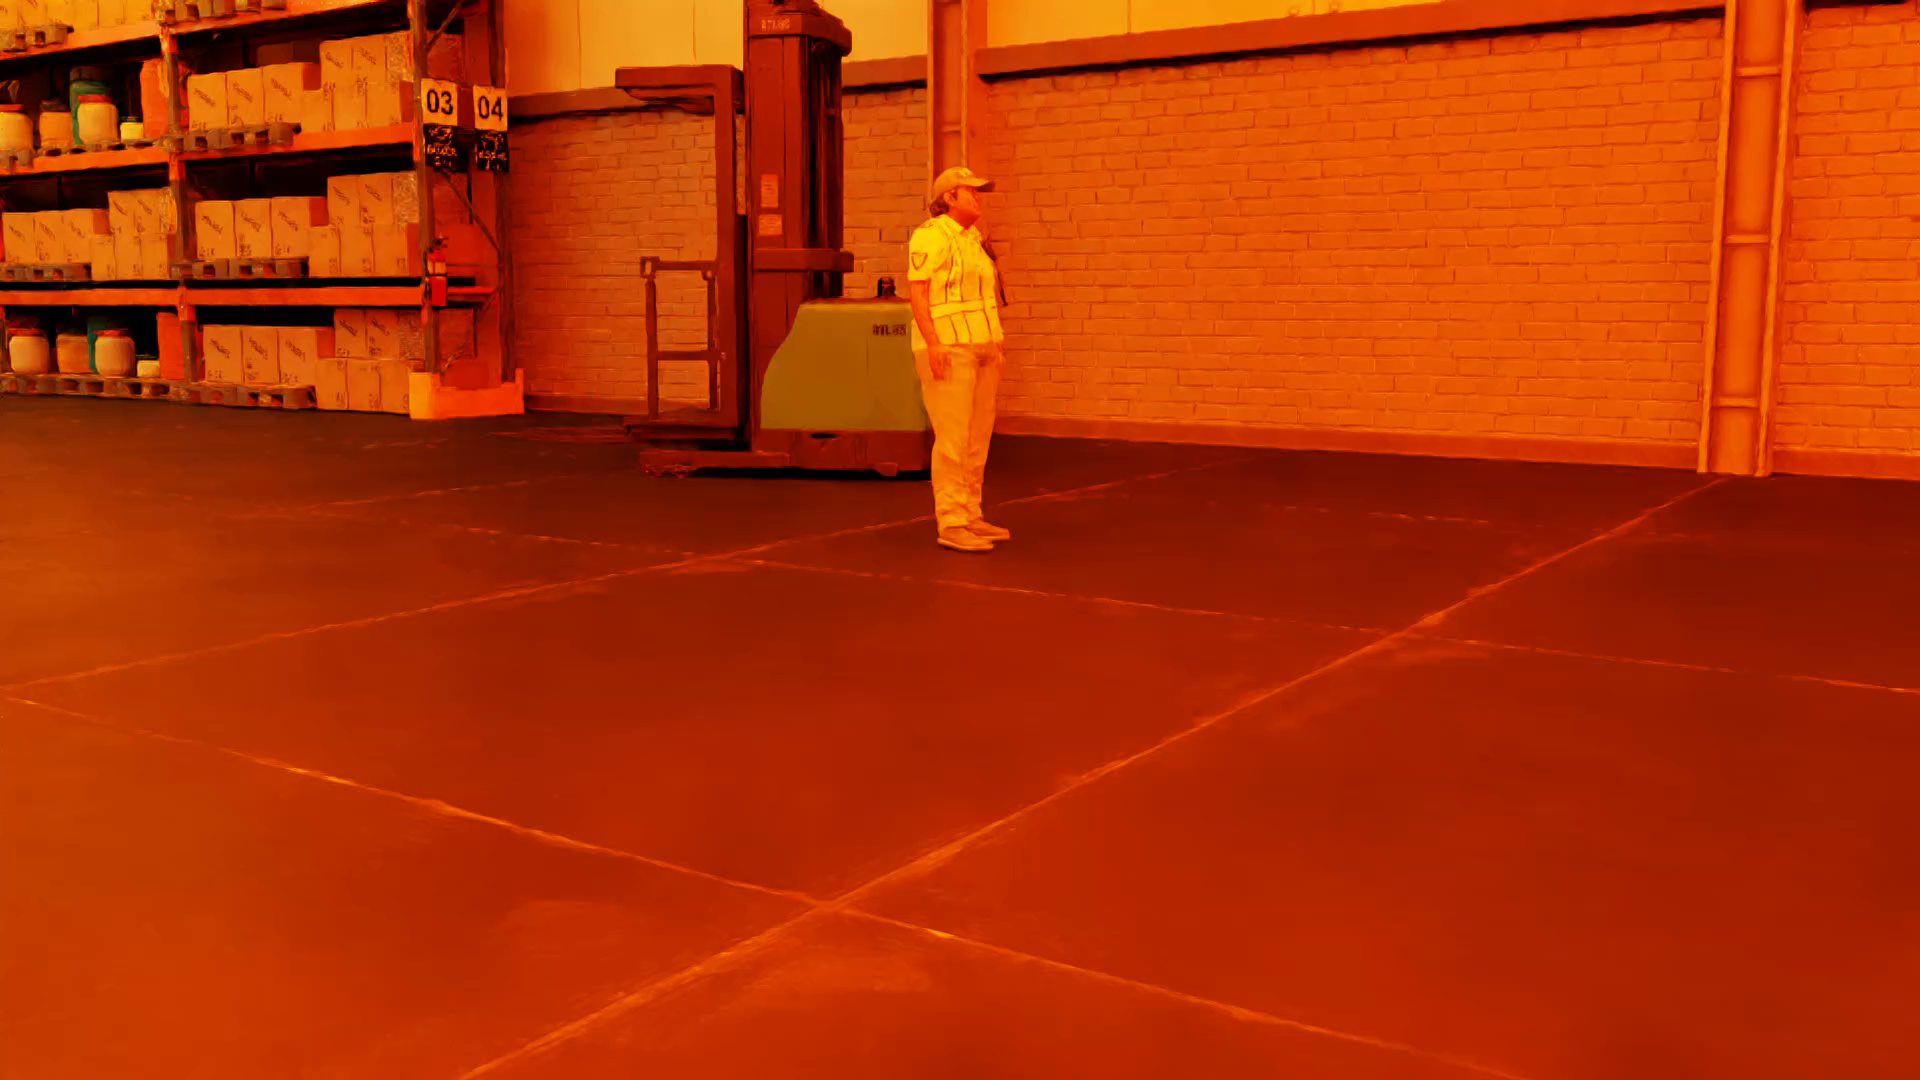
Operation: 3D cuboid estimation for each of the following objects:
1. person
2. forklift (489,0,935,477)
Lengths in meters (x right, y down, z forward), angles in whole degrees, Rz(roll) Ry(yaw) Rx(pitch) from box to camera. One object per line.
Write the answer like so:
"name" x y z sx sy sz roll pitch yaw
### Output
"person" 0.051 -0.823 7.424 0.529 1.669 0.598 5 10 34
"forklift" -1.546 -1.921 10.704 3.031 2.935 1.130 2 8 14
